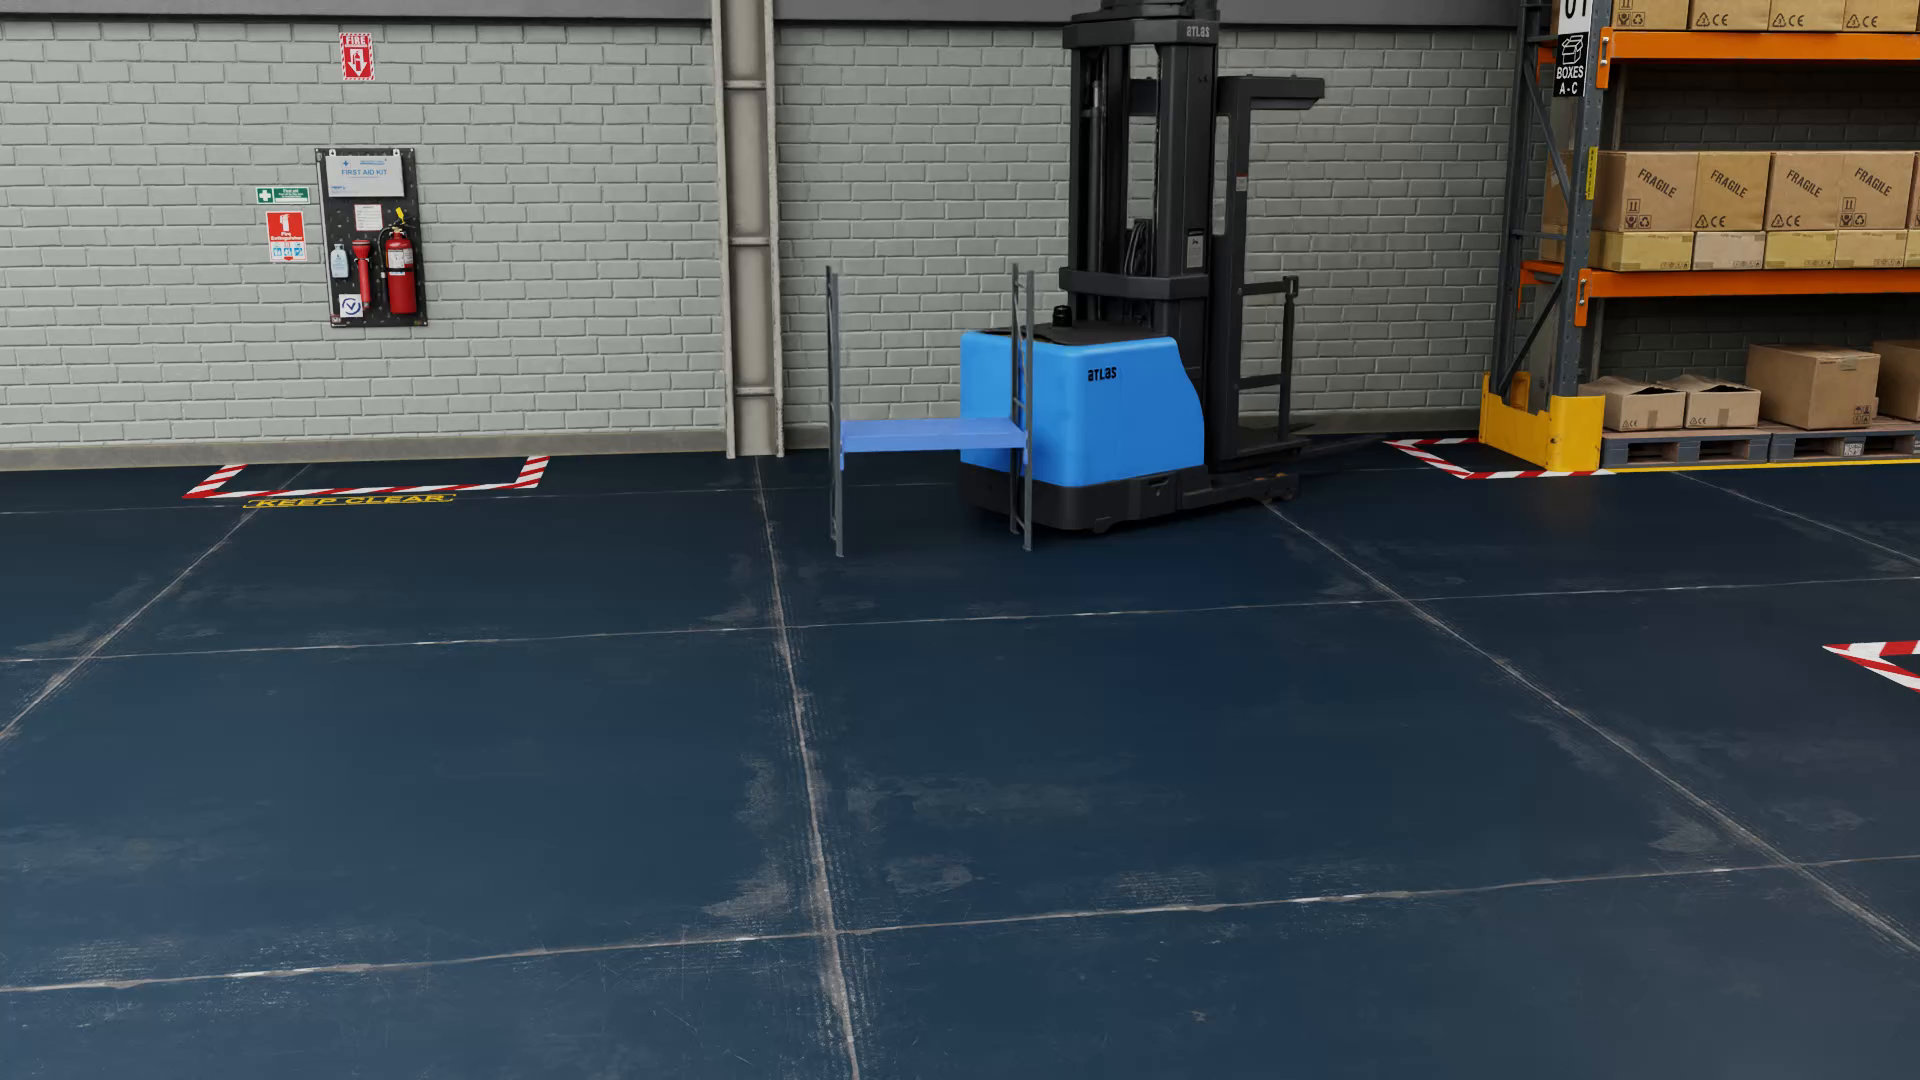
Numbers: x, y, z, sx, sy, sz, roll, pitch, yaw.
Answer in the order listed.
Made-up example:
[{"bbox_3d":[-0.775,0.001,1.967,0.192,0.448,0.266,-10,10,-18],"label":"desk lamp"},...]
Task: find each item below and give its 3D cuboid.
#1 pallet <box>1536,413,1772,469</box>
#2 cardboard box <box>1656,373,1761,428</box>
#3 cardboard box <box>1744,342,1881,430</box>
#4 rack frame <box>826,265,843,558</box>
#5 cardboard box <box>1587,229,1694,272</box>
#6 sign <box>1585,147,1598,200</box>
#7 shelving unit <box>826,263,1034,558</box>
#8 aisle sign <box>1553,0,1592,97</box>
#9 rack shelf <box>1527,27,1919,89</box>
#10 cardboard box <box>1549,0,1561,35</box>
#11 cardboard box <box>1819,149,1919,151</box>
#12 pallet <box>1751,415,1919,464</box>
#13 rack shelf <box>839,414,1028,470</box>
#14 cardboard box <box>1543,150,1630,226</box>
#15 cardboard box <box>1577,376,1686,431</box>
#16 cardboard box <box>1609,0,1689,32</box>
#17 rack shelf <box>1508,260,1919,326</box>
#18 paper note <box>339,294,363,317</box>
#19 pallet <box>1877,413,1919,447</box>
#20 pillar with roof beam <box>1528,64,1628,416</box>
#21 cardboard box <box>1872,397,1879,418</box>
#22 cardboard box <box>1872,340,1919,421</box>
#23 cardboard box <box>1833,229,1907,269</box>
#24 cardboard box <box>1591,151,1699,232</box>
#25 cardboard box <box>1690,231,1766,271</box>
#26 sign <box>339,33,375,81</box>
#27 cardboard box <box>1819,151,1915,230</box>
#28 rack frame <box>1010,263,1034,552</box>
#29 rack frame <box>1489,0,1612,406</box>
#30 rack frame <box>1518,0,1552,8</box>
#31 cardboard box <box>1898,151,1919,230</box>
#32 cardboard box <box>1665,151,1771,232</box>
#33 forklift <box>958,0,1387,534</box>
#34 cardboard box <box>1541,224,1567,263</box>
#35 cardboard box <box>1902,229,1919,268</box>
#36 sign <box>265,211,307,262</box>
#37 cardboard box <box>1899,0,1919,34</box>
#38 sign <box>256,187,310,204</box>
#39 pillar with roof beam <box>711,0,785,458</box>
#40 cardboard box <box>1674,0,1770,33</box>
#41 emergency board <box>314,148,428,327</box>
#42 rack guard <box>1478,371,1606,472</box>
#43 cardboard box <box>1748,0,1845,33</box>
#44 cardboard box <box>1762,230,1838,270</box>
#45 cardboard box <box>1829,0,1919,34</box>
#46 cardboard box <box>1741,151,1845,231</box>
[{"bbox_3d":[4.821,-0.717,11.646,1.213,0.211,1.003,-2,14,-8],"label":"pallet"},{"bbox_3d":[5.199,-0.979,11.582,0.500,0.311,0.500,-1,14,-4],"label":"cardboard box"},{"bbox_3d":[5.931,-1.085,11.617,0.500,0.500,0.700,-3,14,-12],"label":"cardboard box"},{"bbox_3d":[-0.673,-0.691,8.895,0.032,1.500,0.500,-2,14,-8],"label":"rack frame"},{"bbox_3d":[4.467,-1.924,10.994,0.500,0.250,0.500,-3,14,-10],"label":"cardboard box"},{"bbox_3d":[4.018,-2.335,10.587,0.005,0.325,0.100,-2,14,-8],"label":"sign"},{"bbox_3d":[-0.170,-0.709,8.964,1.048,1.500,0.538,-2,14,-8],"label":"shelving unit"},{"bbox_3d":[3.911,-3.232,10.598,0.004,0.787,0.394,-2,14,-8],"label":"aisle sign"},{"bbox_3d":[5.915,-3.224,11.224,4.000,0.370,1.077,-2,14,-8],"label":"rack shelf"},{"bbox_3d":[4.312,-3.635,11.136,0.500,0.500,0.500,-1,14,-4],"label":"cardboard box"},{"bbox_3d":[6.391,-2.490,11.709,0.500,0.500,0.500,-2,14,-7],"label":"cardboard box"},{"bbox_3d":[6.025,-0.760,11.819,1.213,0.211,1.003,-2,14,-8],"label":"pallet"},{"bbox_3d":[-0.170,-0.534,9.008,1.000,0.185,0.538,-2,14,-8],"label":"rack shelf"},{"bbox_3d":[4.372,-2.415,11.409,0.500,0.500,0.500,-2,14,-9],"label":"cardboard box"},{"bbox_3d":[4.635,-0.958,11.499,0.500,0.311,0.500,-4,15,-15],"label":"cardboard box"},{"bbox_3d":[4.305,-3.511,10.641,0.500,0.500,0.500,-2,14,-7],"label":"cardboard box"},{"bbox_3d":[5.915,-1.769,11.589,4.000,0.370,1.077,-2,14,-8],"label":"rack shelf"},{"bbox_3d":[-4.067,-1.564,11.103,0.142,0.148,0.016,-2,14,-8],"label":"paper note"},{"bbox_3d":[7.234,-0.805,11.998,1.213,0.211,1.003,-2,14,-8],"label":"pallet"},{"bbox_3d":[5.142,-4.153,7.284,0.400,9.000,9.100,-2,14,-8],"label":"pillar with roof beam"},{"bbox_3d":[6.308,-0.968,11.872,0.250,0.149,0.380,-3,14,-13],"label":"cardboard box"},{"bbox_3d":[6.872,-1.144,11.852,0.500,0.500,0.500,-3,14,-13],"label":"cardboard box"},{"bbox_3d":[5.983,-1.981,11.222,0.500,0.250,0.500,-2,14,-8],"label":"cardboard box"},{"bbox_3d":[4.454,-2.291,10.918,0.500,0.500,0.500,-2,14,-8],"label":"cardboard box"},{"bbox_3d":[4.978,-1.946,11.083,0.500,0.250,0.500,-3,14,-10],"label":"cardboard box"},{"bbox_3d":[-3.905,-3.129,10.768,0.199,0.298,0.001,-2,14,-8],"label":"sign"},{"bbox_3d":[5.965,-2.346,11.134,0.500,0.500,0.500,-2,14,-7],"label":"cardboard box"},{"bbox_3d":[0.334,-0.726,9.034,0.032,1.500,0.500,-2,14,-8],"label":"rack frame"},{"bbox_3d":[3.937,-2.046,11.212,0.127,3.000,1.000,-2,14,-8],"label":"rack frame"},{"bbox_3d":[3.937,-4.956,10.482,0.127,3.000,1.000,-2,14,-8],"label":"rack frame"},{"bbox_3d":[6.479,-2.365,11.210,0.500,0.500,0.500,-3,14,-10],"label":"cardboard box"},{"bbox_3d":[4.944,-2.307,10.979,0.500,0.500,0.500,-2,14,-8],"label":"cardboard box"},{"bbox_3d":[1.452,-1.725,10.075,3.031,2.935,1.130,-11,18,-38],"label":"forklift"},{"bbox_3d":[4.371,-2.046,11.482,0.500,0.250,0.500,-2,14,-7],"label":"cardboard box"},{"bbox_3d":[6.480,-1.999,11.295,0.500,0.250,0.500,-2,14,-9],"label":"cardboard box"},{"bbox_3d":[-4.444,-2.003,10.970,0.234,0.329,0.001,-2,14,-8],"label":"sign"},{"bbox_3d":[6.386,-3.581,10.923,0.500,0.500,0.500,-3,14,-11],"label":"cardboard box"},{"bbox_3d":[-4.438,-2.258,10.898,0.331,0.109,0.001,-2,14,-8],"label":"sign"},{"bbox_3d":[-0.791,-3.936,6.417,0.400,9.000,9.100,-2,14,-8],"label":"pillar with roof beam"},{"bbox_3d":[4.842,-3.522,10.685,0.500,0.500,0.500,-1,14,-5],"label":"cardboard box"},{"bbox_3d":[-3.882,-1.981,10.956,0.643,1.169,0.194,-2,14,-8],"label":"emergency board"},{"bbox_3d":[4.012,-0.836,11.527,0.348,0.500,1.175,-2,14,-8],"label":"rack guard"},{"bbox_3d":[5.354,-3.541,10.763,0.500,0.500,0.500,-1,14,-6],"label":"cardboard box"},{"bbox_3d":[5.483,-1.963,11.151,0.500,0.250,0.500,-2,14,-9],"label":"cardboard box"},{"bbox_3d":[5.881,-3.566,10.861,0.500,0.500,0.500,-1,14,-5],"label":"cardboard box"},{"bbox_3d":[5.456,-2.324,11.048,0.500,0.500,0.500,-3,14,-10],"label":"cardboard box"}]
